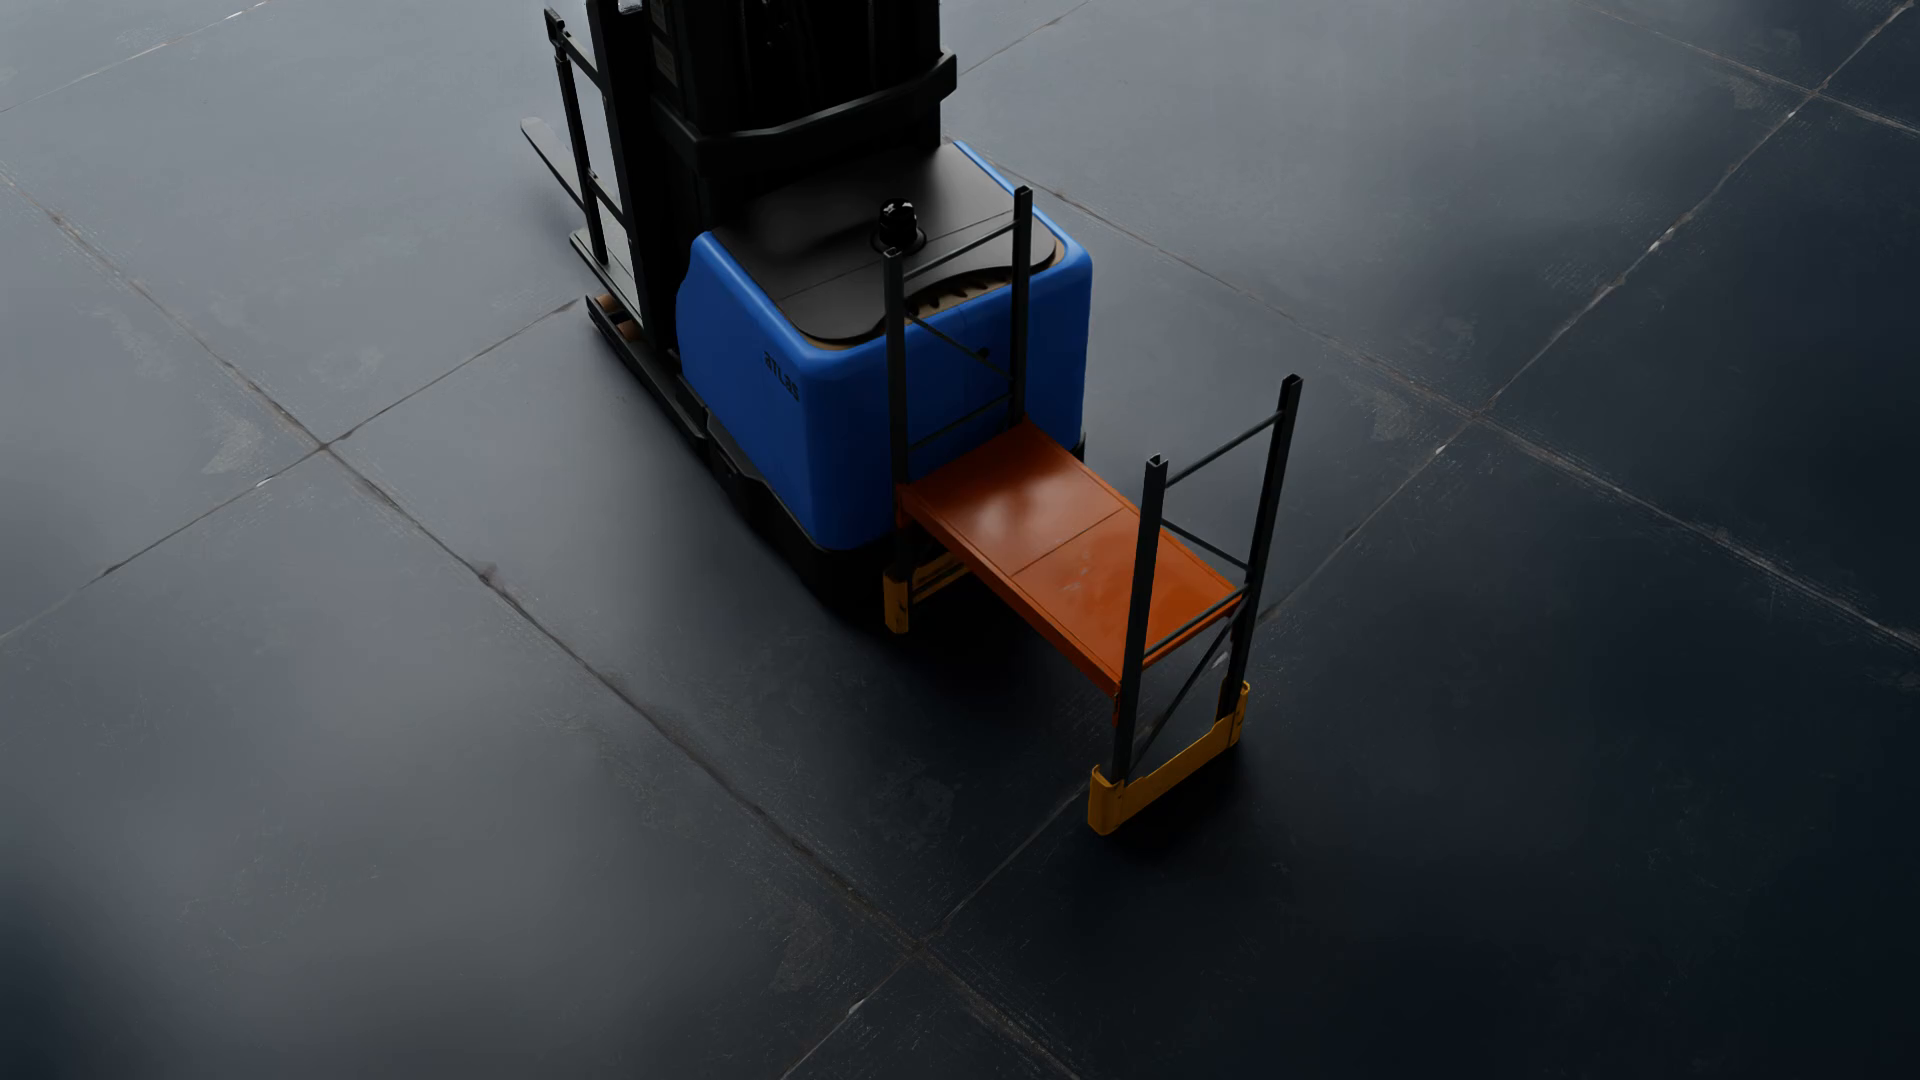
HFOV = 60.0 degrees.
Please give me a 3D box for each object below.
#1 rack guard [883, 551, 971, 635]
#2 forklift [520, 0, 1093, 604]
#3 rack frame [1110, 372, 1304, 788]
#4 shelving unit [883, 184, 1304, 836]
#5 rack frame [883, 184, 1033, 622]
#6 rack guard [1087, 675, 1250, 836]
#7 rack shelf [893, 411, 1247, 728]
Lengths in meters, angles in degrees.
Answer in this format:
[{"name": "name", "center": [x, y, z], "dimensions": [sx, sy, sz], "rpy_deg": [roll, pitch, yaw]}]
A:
[{"name": "rack guard", "center": [-0.001, 0.075, 5.508], "dimensions": [0.587, 0.250, 0.087], "rpy_deg": [-30, 54, -25]}, {"name": "forklift", "center": [-0.790, -1.851, 5.477], "dimensions": [1.130, 2.935, 3.031], "rpy_deg": [-25, 52, -22]}, {"name": "rack frame", "center": [0.637, 0.223, 4.512], "dimensions": [0.500, 1.500, 0.032], "rpy_deg": [-30, 54, -25]}, {"name": "shelving unit", "center": [0.312, -0.071, 4.787], "dimensions": [0.587, 1.500, 1.083], "rpy_deg": [-30, 54, -25]}, {"name": "rack frame", "center": [-0.001, -0.354, 5.053], "dimensions": [0.500, 1.500, 0.032], "rpy_deg": [-30, 54, -25]}, {"name": "rack guard", "center": [0.624, 0.640, 4.978], "dimensions": [0.587, 0.250, 0.087], "rpy_deg": [-30, 54, -25]}, {"name": "rack shelf", "center": [0.318, 0.058, 4.914], "dimensions": [0.538, 0.185, 1.000], "rpy_deg": [-30, 54, -25]}]
